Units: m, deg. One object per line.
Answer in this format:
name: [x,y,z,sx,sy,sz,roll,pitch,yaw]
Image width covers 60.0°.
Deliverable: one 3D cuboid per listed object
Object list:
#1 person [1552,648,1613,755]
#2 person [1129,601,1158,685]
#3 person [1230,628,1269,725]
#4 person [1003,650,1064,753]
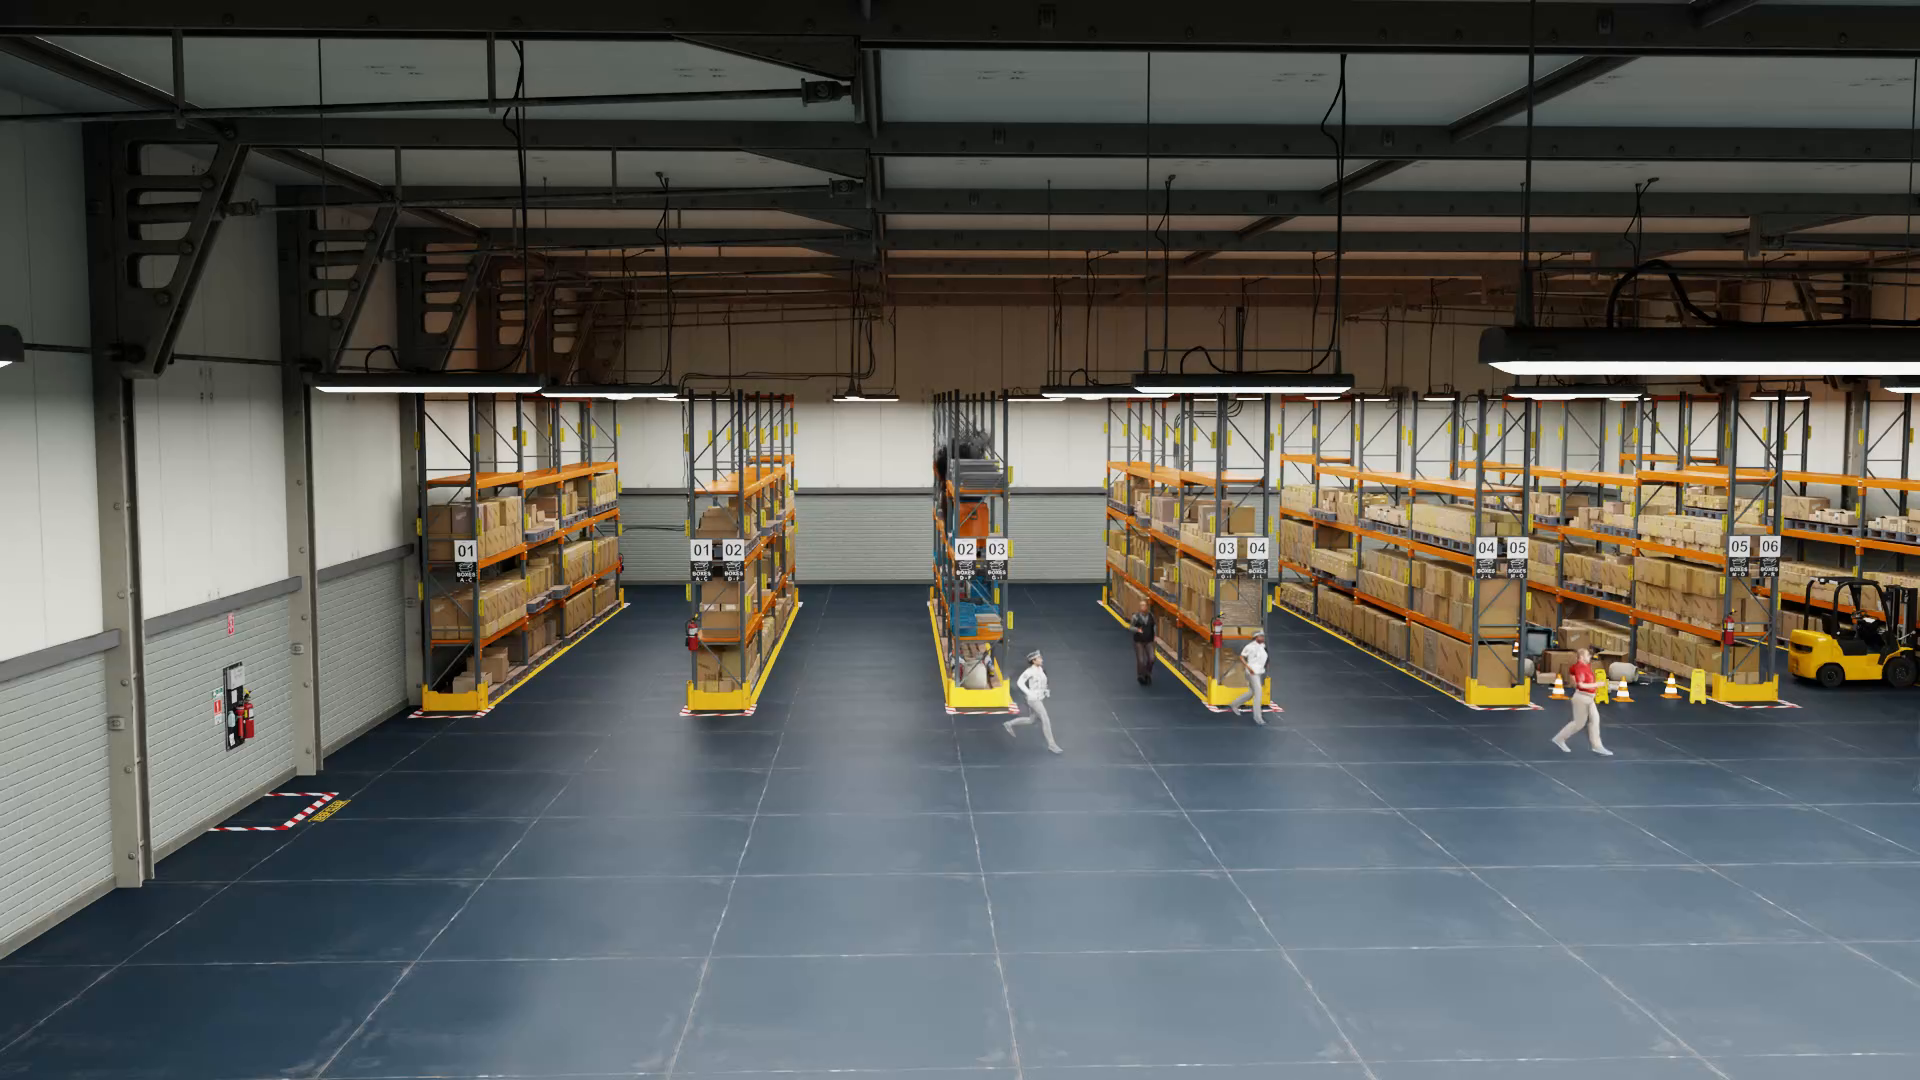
person: [10.155,2.625,27.081,0.924,1.726,0.664,2,5,27]
person: [3.776,2.108,33.925,0.642,1.717,0.647,0,5,-5]
person: [5.277,2.433,30.086,0.807,1.734,0.581,4,6,40]
person: [1.219,2.656,27.565,1.070,1.698,0.586,2,5,18]
